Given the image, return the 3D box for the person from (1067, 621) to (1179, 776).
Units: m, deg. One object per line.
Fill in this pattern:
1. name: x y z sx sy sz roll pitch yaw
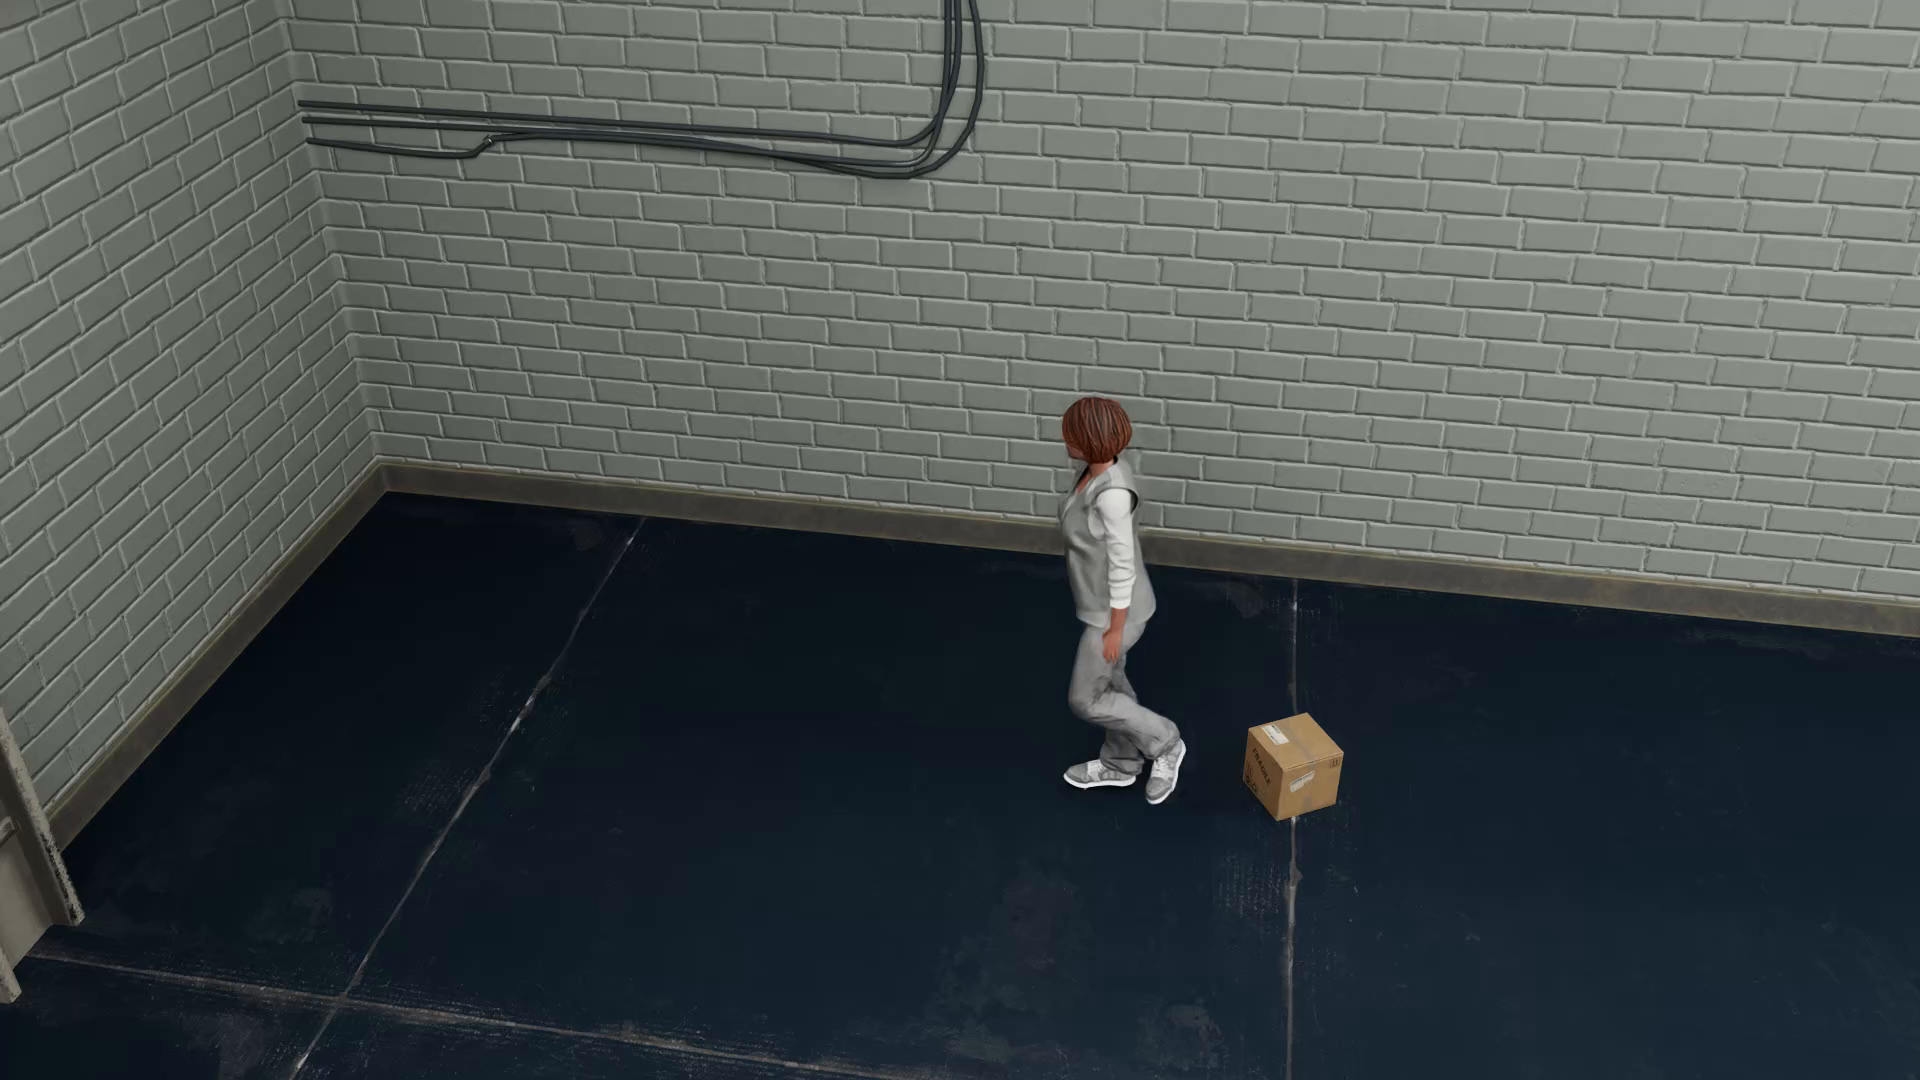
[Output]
1. person: 0.581 0.493 5.921 0.419 0.852 0.356 -1 33 -2
